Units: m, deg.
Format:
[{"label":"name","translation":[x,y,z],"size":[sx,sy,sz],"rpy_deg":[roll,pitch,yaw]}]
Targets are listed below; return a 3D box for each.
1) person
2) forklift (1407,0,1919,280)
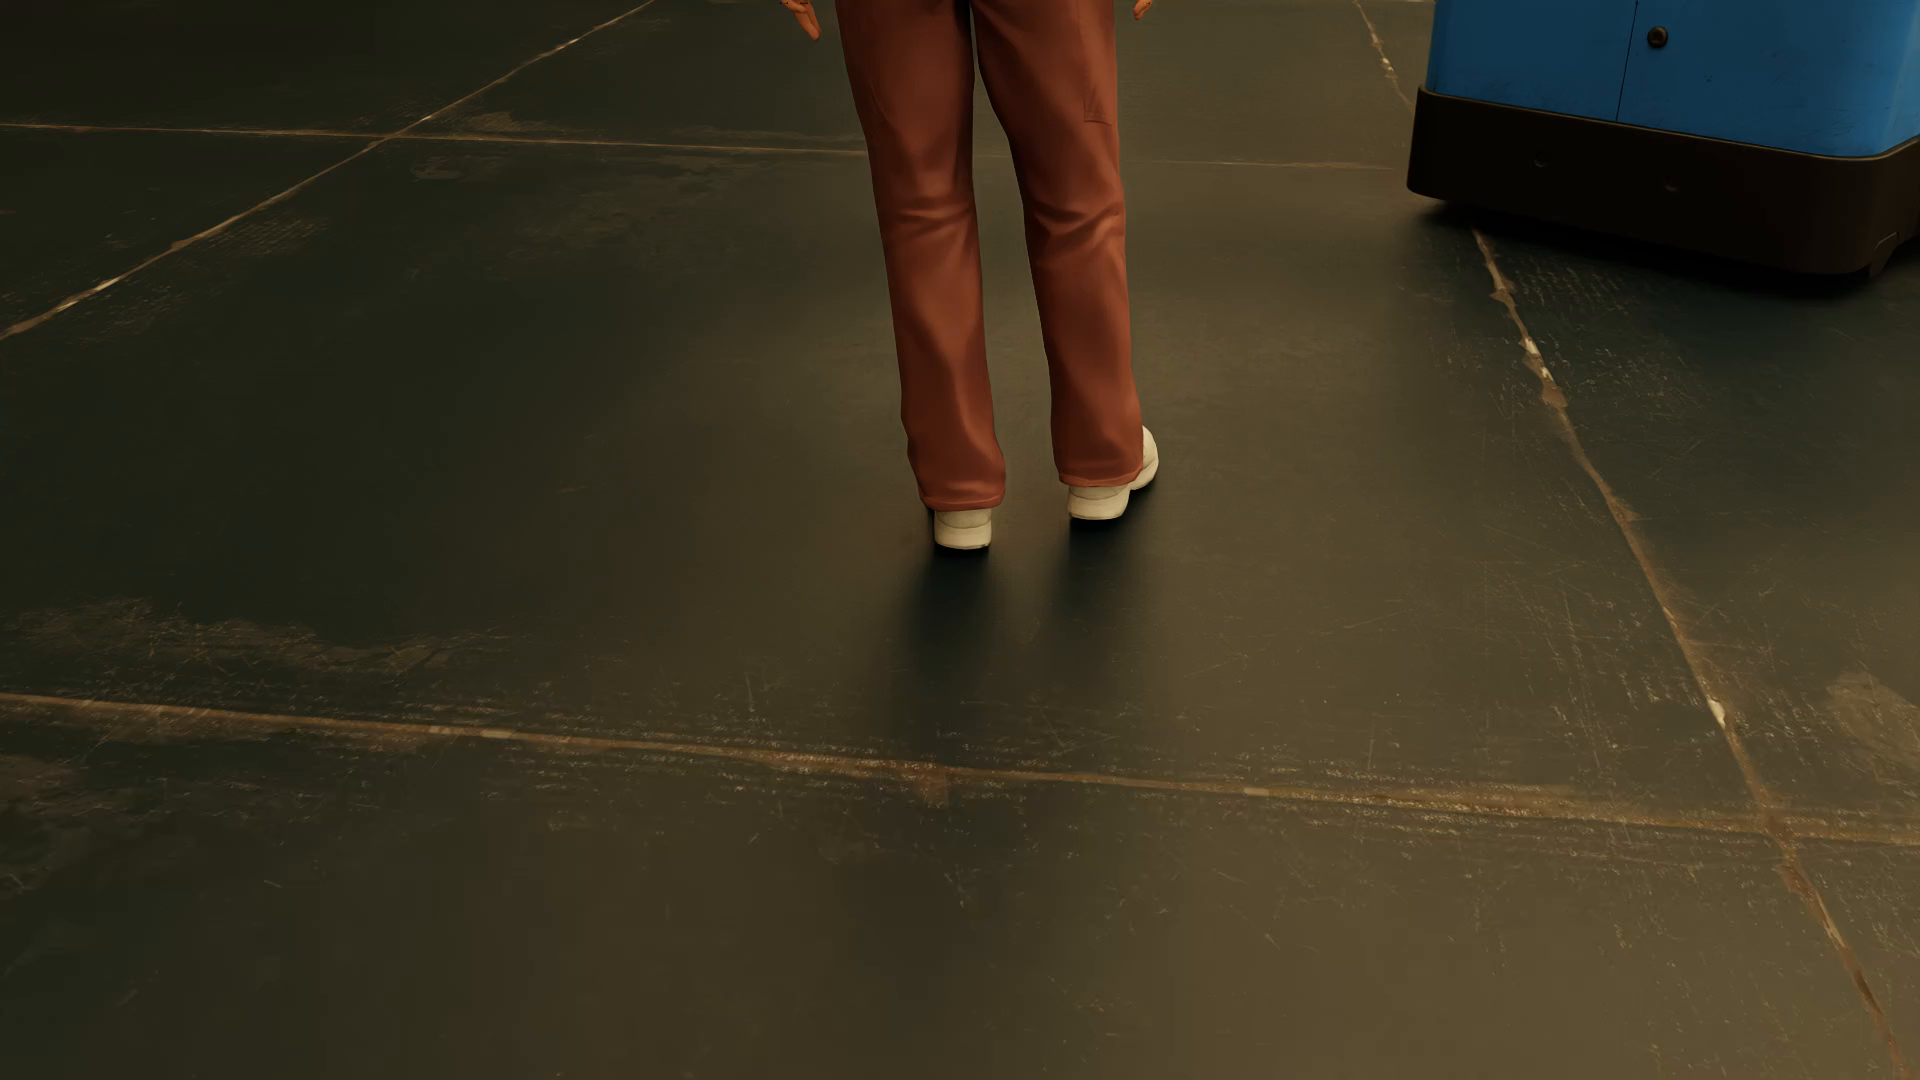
[{"label":"person","translation":[0.021,-0.788,2.187],"size":[0.555,1.675,0.549],"rpy_deg":[3,27,7]},{"label":"forklift","translation":[2.482,-2.421,4.070],"size":[1.130,2.935,3.031],"rpy_deg":[24,35,39]}]
